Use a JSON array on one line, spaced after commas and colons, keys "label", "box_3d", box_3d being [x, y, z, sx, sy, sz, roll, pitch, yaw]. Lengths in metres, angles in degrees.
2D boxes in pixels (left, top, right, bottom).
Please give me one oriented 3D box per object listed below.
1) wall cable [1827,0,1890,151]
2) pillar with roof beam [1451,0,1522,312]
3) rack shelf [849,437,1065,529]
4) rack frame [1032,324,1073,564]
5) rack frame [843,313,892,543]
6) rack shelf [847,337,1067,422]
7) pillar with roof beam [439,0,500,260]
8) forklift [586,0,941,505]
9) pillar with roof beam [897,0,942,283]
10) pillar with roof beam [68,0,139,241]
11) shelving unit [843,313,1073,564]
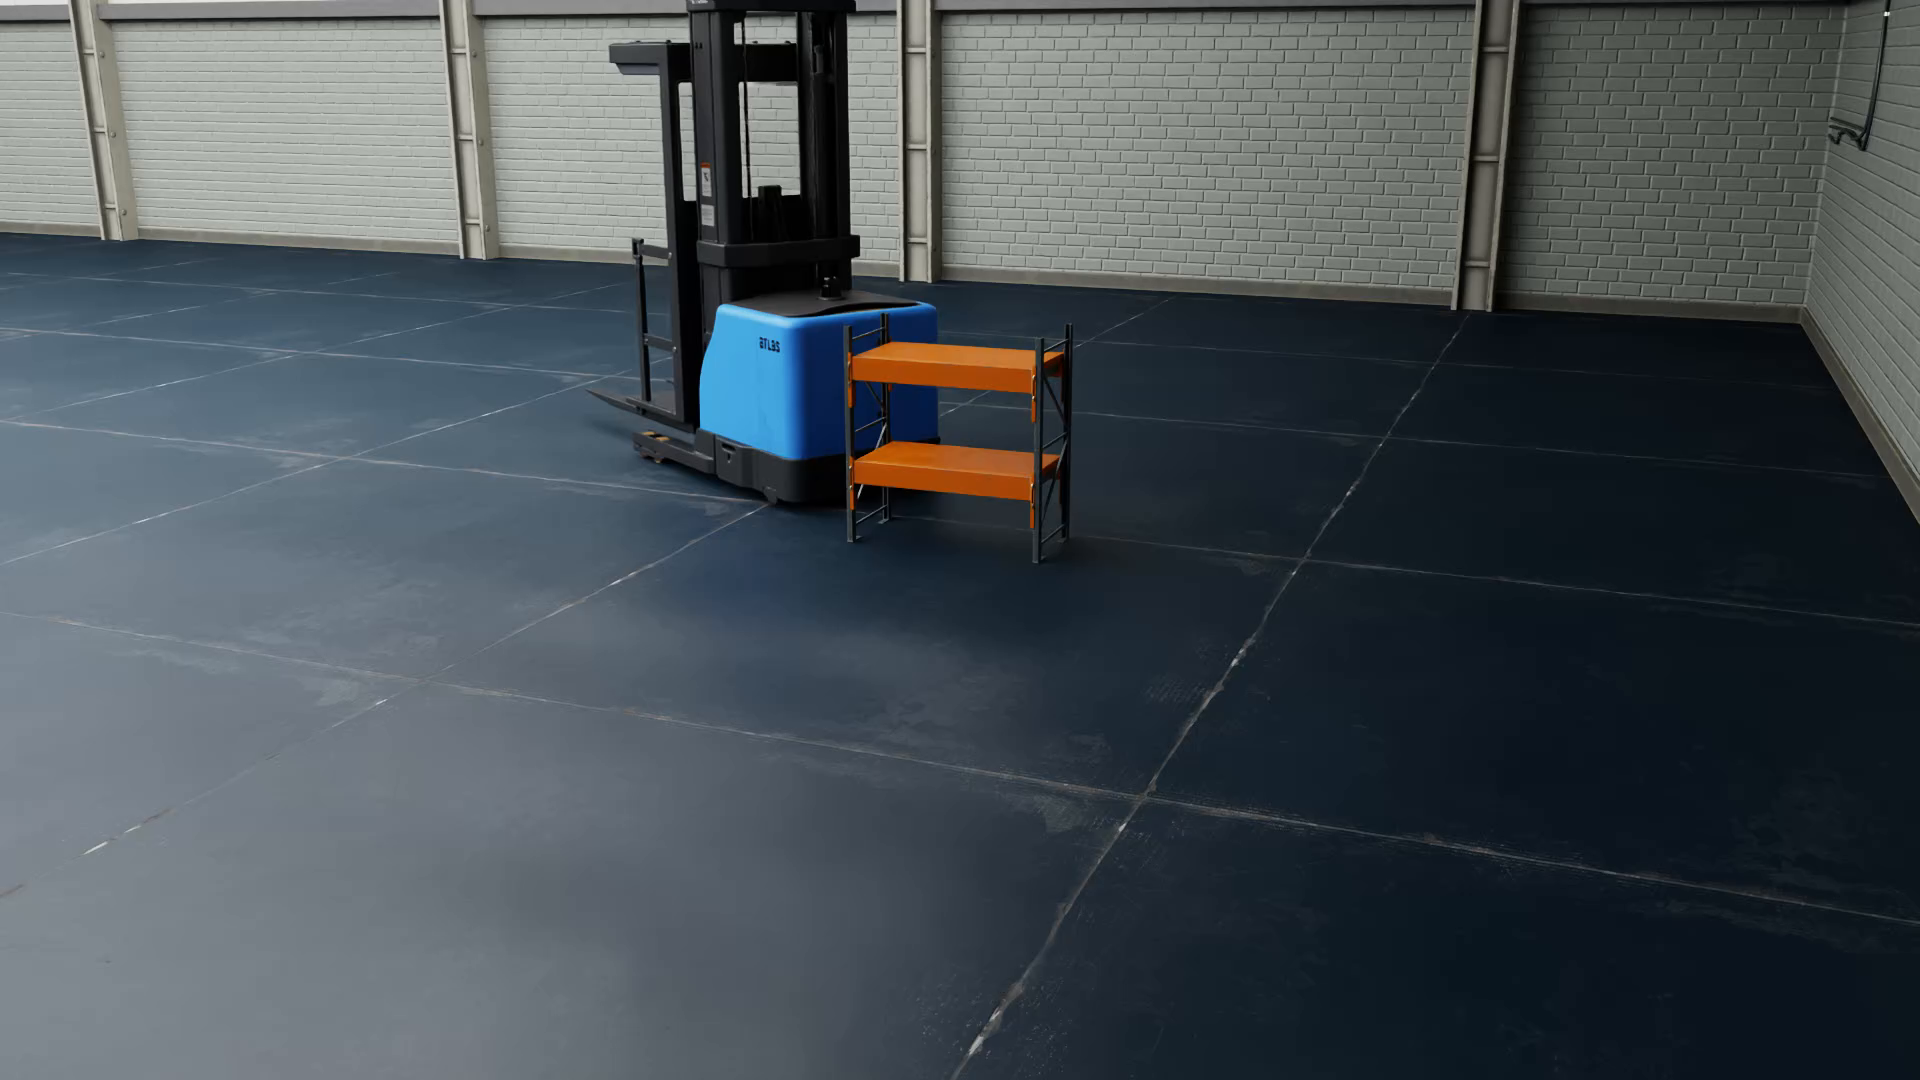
[{"label": "wall cable", "box_3d": [7.395, -4.505, 13.622, 0.112, 2.526, 3.097, 6, 17, 21]}, {"label": "pillar with roof beam", "box_3d": [3.560, -5.524, 11.562, 0.400, 9.000, 9.100, 6, 17, 21]}, {"label": "rack shelf", "box_3d": [-0.006, -0.306, 8.587, 1.000, 0.278, 0.538, 6, 17, 21]}, {"label": "rack frame", "box_3d": [0.467, -0.489, 8.340, 0.032, 1.125, 0.500, 6, 17, 21]}, {"label": "rack frame", "box_3d": [-0.479, -0.593, 8.698, 0.032, 1.125, 0.500, 6, 17, 21]}, {"label": "rack shelf", "box_3d": [-0.006, -0.822, 8.438, 1.000, 0.278, 0.538, 6, 17, 21]}, {"label": "pillar with roof beam", "box_3d": [-7.603, -6.752, 15.791, 0.400, 9.000, 9.100, 6, 17, 21]}, {"label": "forklift", "box_3d": [-1.401, -1.956, 10.153, 1.130, 2.935, 3.031, -12, 20, -35]}, {"label": "pillar with roof beam", "box_3d": [-2.022, -6.138, 13.677, 0.400, 9.000, 9.100, 6, 17, 21]}, {"label": "pillar with roof beam", "box_3d": [-13.185, -7.366, 17.905, 0.400, 9.000, 9.100, 6, 17, 21]}, {"label": "shelving unit", "box_3d": [-0.006, -0.541, 8.519, 1.048, 1.125, 0.538, 6, 17, 21]}]
